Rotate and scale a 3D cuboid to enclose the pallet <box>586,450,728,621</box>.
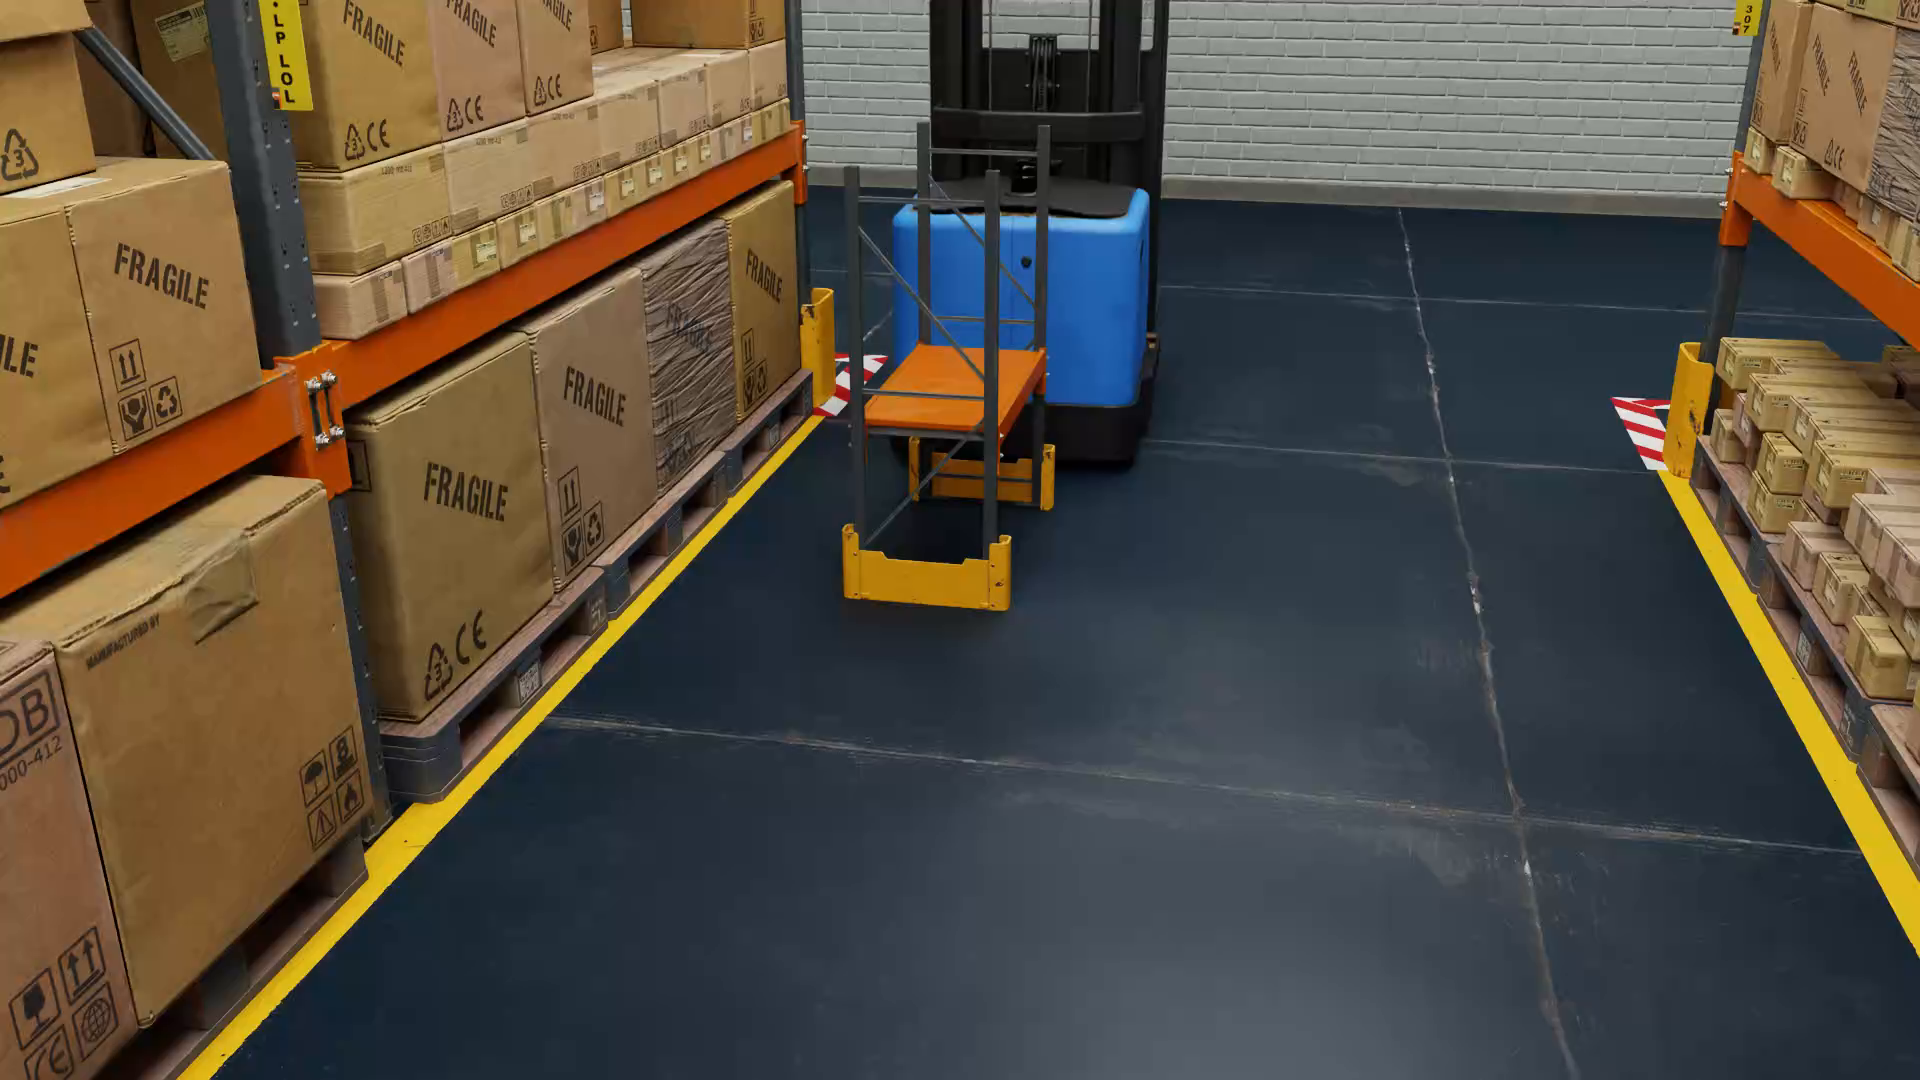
[{"bbox_3d":[-1.546,-0.076,6.259,1.003,0.211,1.213,4,22,11],"label":"pallet"}]

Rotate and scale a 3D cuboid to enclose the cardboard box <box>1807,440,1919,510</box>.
[{"bbox_3d":[2.938,-0.197,5.285,0.380,0.149,0.250,5,22,12],"label":"cardboard box"}]

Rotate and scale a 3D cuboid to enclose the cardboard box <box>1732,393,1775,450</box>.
[{"bbox_3d":[3.157,-0.440,6.286,0.380,0.149,0.250,4,22,11],"label":"cardboard box"}]

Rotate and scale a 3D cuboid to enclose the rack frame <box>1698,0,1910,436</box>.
[{"bbox_3d":[3.627,-1.697,6.553,1.000,3.000,0.127,4,22,11],"label":"rack frame"}]

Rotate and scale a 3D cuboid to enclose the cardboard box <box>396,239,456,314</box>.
[{"bbox_3d":[-1.585,-0.712,4.442,0.380,0.149,0.250,4,22,9],"label":"cardboard box"}]

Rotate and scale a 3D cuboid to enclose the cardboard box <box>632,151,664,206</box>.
[{"bbox_3d":[-1.271,-1.281,5.856,0.380,0.149,0.250,5,22,12],"label":"cardboard box"}]

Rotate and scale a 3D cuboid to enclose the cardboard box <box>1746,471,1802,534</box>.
[{"bbox_3d":[3.030,-0.124,5.900,0.380,0.149,0.250,5,22,12],"label":"cardboard box"}]

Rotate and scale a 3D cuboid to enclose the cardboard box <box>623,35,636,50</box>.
[{"bbox_3d":[-1.571,-2.026,7.171,0.500,0.250,0.500,4,22,9],"label":"cardboard box"}]

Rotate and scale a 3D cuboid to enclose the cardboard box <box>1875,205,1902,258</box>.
[{"bbox_3d":[2.971,-0.913,4.941,0.380,0.149,0.250,5,23,13],"label":"cardboard box"}]

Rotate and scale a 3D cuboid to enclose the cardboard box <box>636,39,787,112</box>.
[{"bbox_3d":[-1.048,-1.983,7.065,0.500,0.250,0.500,4,22,10],"label":"cardboard box"}]

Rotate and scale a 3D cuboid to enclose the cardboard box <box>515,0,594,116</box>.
[{"bbox_3d":[-1.467,-1.592,5.089,0.500,0.500,0.500,4,22,9],"label":"cardboard box"}]

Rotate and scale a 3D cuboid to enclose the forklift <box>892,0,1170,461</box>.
[{"bbox_3d":[0.443,-2.205,7.906,1.130,2.935,3.031,3,22,8],"label":"forklift"}]

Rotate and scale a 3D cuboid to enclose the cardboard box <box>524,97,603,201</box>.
[{"bbox_3d":[-1.466,-1.241,5.223,0.500,0.250,0.500,5,22,12],"label":"cardboard box"}]

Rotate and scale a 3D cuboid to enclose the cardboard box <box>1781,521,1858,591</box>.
[{"bbox_3d":[2.935,0.061,5.441,0.380,0.149,0.250,3,22,8],"label":"cardboard box"}]

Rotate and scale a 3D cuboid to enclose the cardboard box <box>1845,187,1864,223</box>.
[{"bbox_3d":[3.123,-1.094,5.391,0.380,0.149,0.250,4,22,10],"label":"cardboard box"}]

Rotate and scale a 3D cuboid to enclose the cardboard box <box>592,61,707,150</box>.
[{"bbox_3d":[-1.255,-1.612,6.143,0.500,0.250,0.500,4,22,9],"label":"cardboard box"}]

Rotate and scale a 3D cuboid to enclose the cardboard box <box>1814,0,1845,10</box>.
[{"bbox_3d":[3.178,-2.016,5.475,0.500,0.500,0.500,5,22,12],"label":"cardboard box"}]

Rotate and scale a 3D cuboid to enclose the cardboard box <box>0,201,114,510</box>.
[{"bbox_3d":[-1.960,-0.324,3.008,0.500,0.500,0.500,5,23,13],"label":"cardboard box"}]

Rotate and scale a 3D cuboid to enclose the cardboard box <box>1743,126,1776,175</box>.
[{"bbox_3d":[3.240,-1.487,6.367,0.380,0.149,0.250,4,22,10],"label":"cardboard box"}]

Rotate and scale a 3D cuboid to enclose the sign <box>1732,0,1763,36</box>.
[{"bbox_3d":[3.095,-2.140,6.494,0.100,0.325,0.005,4,22,11],"label":"sign"}]

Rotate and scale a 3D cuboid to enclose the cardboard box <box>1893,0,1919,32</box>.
[{"bbox_3d":[2.950,-1.641,4.543,0.500,0.500,0.500,4,22,9],"label":"cardboard box"}]

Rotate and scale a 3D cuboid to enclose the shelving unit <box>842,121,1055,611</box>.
[{"bbox_3d":[-0.016,-0.668,6.004,0.587,1.500,1.083,4,22,11],"label":"shelving unit"}]

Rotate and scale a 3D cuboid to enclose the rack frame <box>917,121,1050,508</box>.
[{"bbox_3d":[0.086,-0.850,6.458,0.500,1.500,0.032,4,22,11],"label":"rack frame"}]

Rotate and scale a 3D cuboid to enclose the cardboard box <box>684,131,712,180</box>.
[{"bbox_3d":[-1.166,-1.467,6.317,0.380,0.149,0.250,4,22,10],"label":"cardboard box"}]

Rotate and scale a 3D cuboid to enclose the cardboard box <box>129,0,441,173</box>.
[{"bbox_3d":[-1.677,-1.221,4.170,0.500,0.500,0.500,4,22,11],"label":"cardboard box"}]

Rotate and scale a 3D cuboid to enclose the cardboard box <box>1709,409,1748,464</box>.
[{"bbox_3d":[3.206,-0.402,6.592,0.380,0.149,0.250,5,22,12],"label":"cardboard box"}]

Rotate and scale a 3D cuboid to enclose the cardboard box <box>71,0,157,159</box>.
[{"bbox_3d":[-2.193,-1.254,4.251,0.500,0.500,0.500,5,22,12],"label":"cardboard box"}]

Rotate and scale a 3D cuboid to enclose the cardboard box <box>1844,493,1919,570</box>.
[{"bbox_3d":[2.822,-0.015,4.834,0.380,0.149,0.250,4,22,9],"label":"cardboard box"}]

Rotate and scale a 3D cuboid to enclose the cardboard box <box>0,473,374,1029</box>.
[{"bbox_3d":[-2.136,0.377,3.684,1.225,0.875,0.875,5,22,11],"label":"cardboard box"}]

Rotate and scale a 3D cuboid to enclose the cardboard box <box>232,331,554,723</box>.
[{"bbox_3d":[-1.812,-0.094,4.854,0.875,0.875,0.875,4,22,11],"label":"cardboard box"}]

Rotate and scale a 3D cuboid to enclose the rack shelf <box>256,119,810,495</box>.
[{"bbox_3d":[-1.617,-1.047,5.901,1.077,0.370,4.000,4,22,11],"label":"rack shelf"}]

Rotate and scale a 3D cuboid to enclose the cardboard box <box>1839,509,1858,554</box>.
[{"bbox_3d":[3.059,-0.051,5.322,0.380,0.149,0.250,6,23,14],"label":"cardboard box"}]

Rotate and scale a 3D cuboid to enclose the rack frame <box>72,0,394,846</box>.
[{"bbox_3d":[-2.025,-0.649,3.951,1.000,3.000,0.127,4,22,11],"label":"rack frame"}]

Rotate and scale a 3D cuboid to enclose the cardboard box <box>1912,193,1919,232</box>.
[{"bbox_3d":[2.842,-0.989,4.262,0.500,0.500,0.500,4,22,11],"label":"cardboard box"}]

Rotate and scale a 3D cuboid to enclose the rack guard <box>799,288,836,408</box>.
[{"bbox_3d":[-1.204,-0.962,8.072,1.175,0.500,0.348,4,22,11],"label":"rack guard"}]

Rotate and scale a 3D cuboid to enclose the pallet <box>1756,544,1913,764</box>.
[{"bbox_3d":[3.159,0.363,5.169,1.003,0.211,1.213,4,22,11],"label":"pallet"}]

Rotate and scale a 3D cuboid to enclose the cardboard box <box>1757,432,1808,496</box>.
[{"bbox_3d":[3.035,-0.258,5.835,0.380,0.149,0.250,5,23,13],"label":"cardboard box"}]

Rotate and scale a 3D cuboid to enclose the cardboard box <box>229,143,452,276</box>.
[{"bbox_3d":[-1.672,-0.870,4.300,0.500,0.250,0.500,4,22,10],"label":"cardboard box"}]

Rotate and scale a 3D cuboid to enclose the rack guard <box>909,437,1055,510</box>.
[{"bbox_3d":[0.086,-0.270,6.690,0.587,0.250,0.087,4,22,11],"label":"rack guard"}]

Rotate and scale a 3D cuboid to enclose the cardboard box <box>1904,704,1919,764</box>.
[{"bbox_3d":[2.682,0.534,4.267,0.380,0.149,0.250,4,22,9],"label":"cardboard box"}]

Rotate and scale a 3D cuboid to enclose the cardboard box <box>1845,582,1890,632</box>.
[{"bbox_3d":[2.887,0.255,4.959,0.380,0.149,0.250,5,22,12],"label":"cardboard box"}]

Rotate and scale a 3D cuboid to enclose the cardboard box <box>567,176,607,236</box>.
[{"bbox_3d":[-1.375,-1.090,5.381,0.380,0.149,0.250,5,22,12],"label":"cardboard box"}]

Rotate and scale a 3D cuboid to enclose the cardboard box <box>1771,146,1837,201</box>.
[{"bbox_3d":[3.121,-1.297,5.894,0.380,0.149,0.250,4,22,9],"label":"cardboard box"}]

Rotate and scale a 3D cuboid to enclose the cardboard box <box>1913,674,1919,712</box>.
[{"bbox_3d":[2.644,0.417,4.160,0.380,0.149,0.250,4,22,9],"label":"cardboard box"}]

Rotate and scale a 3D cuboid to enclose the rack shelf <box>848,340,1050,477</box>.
[{"bbox_3d":[-0.017,-0.498,6.063,0.538,0.185,1.000,4,22,11],"label":"rack shelf"}]

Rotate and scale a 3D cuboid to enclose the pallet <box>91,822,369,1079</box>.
[{"bbox_3d":[-2.108,0.932,3.757,1.003,0.211,1.213,4,22,11],"label":"pallet"}]

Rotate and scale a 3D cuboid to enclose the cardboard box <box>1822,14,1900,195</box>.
[{"bbox_3d":[3.068,-1.363,5.190,0.500,0.500,0.500,5,22,12],"label":"cardboard box"}]

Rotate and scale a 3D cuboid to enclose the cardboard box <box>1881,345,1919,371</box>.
[{"bbox_3d":[3.767,-0.633,6.367,0.380,0.149,0.250,5,22,12],"label":"cardboard box"}]

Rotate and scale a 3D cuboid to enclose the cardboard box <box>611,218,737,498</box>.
[{"bbox_3d":[-1.446,-0.749,6.479,0.875,0.875,0.875,4,22,11],"label":"cardboard box"}]

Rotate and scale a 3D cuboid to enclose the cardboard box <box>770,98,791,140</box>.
[{"bbox_3d":[-0.959,-1.840,7.245,0.380,0.149,0.250,5,22,12],"label":"cardboard box"}]

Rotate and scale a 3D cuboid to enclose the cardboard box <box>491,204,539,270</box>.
[{"bbox_3d":[-1.480,-0.905,4.921,0.380,0.149,0.250,4,22,9],"label":"cardboard box"}]

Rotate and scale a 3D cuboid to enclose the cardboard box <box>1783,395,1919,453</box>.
[{"bbox_3d":[3.102,-0.391,5.766,0.380,0.149,0.250,3,22,8],"label":"cardboard box"}]

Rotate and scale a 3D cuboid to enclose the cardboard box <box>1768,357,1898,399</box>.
[{"bbox_3d":[3.249,-0.570,6.211,0.380,0.149,0.250,5,22,12],"label":"cardboard box"}]

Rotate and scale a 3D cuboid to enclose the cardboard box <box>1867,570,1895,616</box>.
[{"bbox_3d":[2.898,0.141,4.844,0.380,0.149,0.250,3,22,8],"label":"cardboard box"}]

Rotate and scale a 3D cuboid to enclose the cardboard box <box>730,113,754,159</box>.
[{"bbox_3d":[-1.063,-1.653,6.779,0.380,0.149,0.250,5,22,11],"label":"cardboard box"}]

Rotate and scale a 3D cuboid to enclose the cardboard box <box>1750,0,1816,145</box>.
[{"bbox_3d":[3.264,-1.739,6.123,0.500,0.500,0.500,6,23,13],"label":"cardboard box"}]
